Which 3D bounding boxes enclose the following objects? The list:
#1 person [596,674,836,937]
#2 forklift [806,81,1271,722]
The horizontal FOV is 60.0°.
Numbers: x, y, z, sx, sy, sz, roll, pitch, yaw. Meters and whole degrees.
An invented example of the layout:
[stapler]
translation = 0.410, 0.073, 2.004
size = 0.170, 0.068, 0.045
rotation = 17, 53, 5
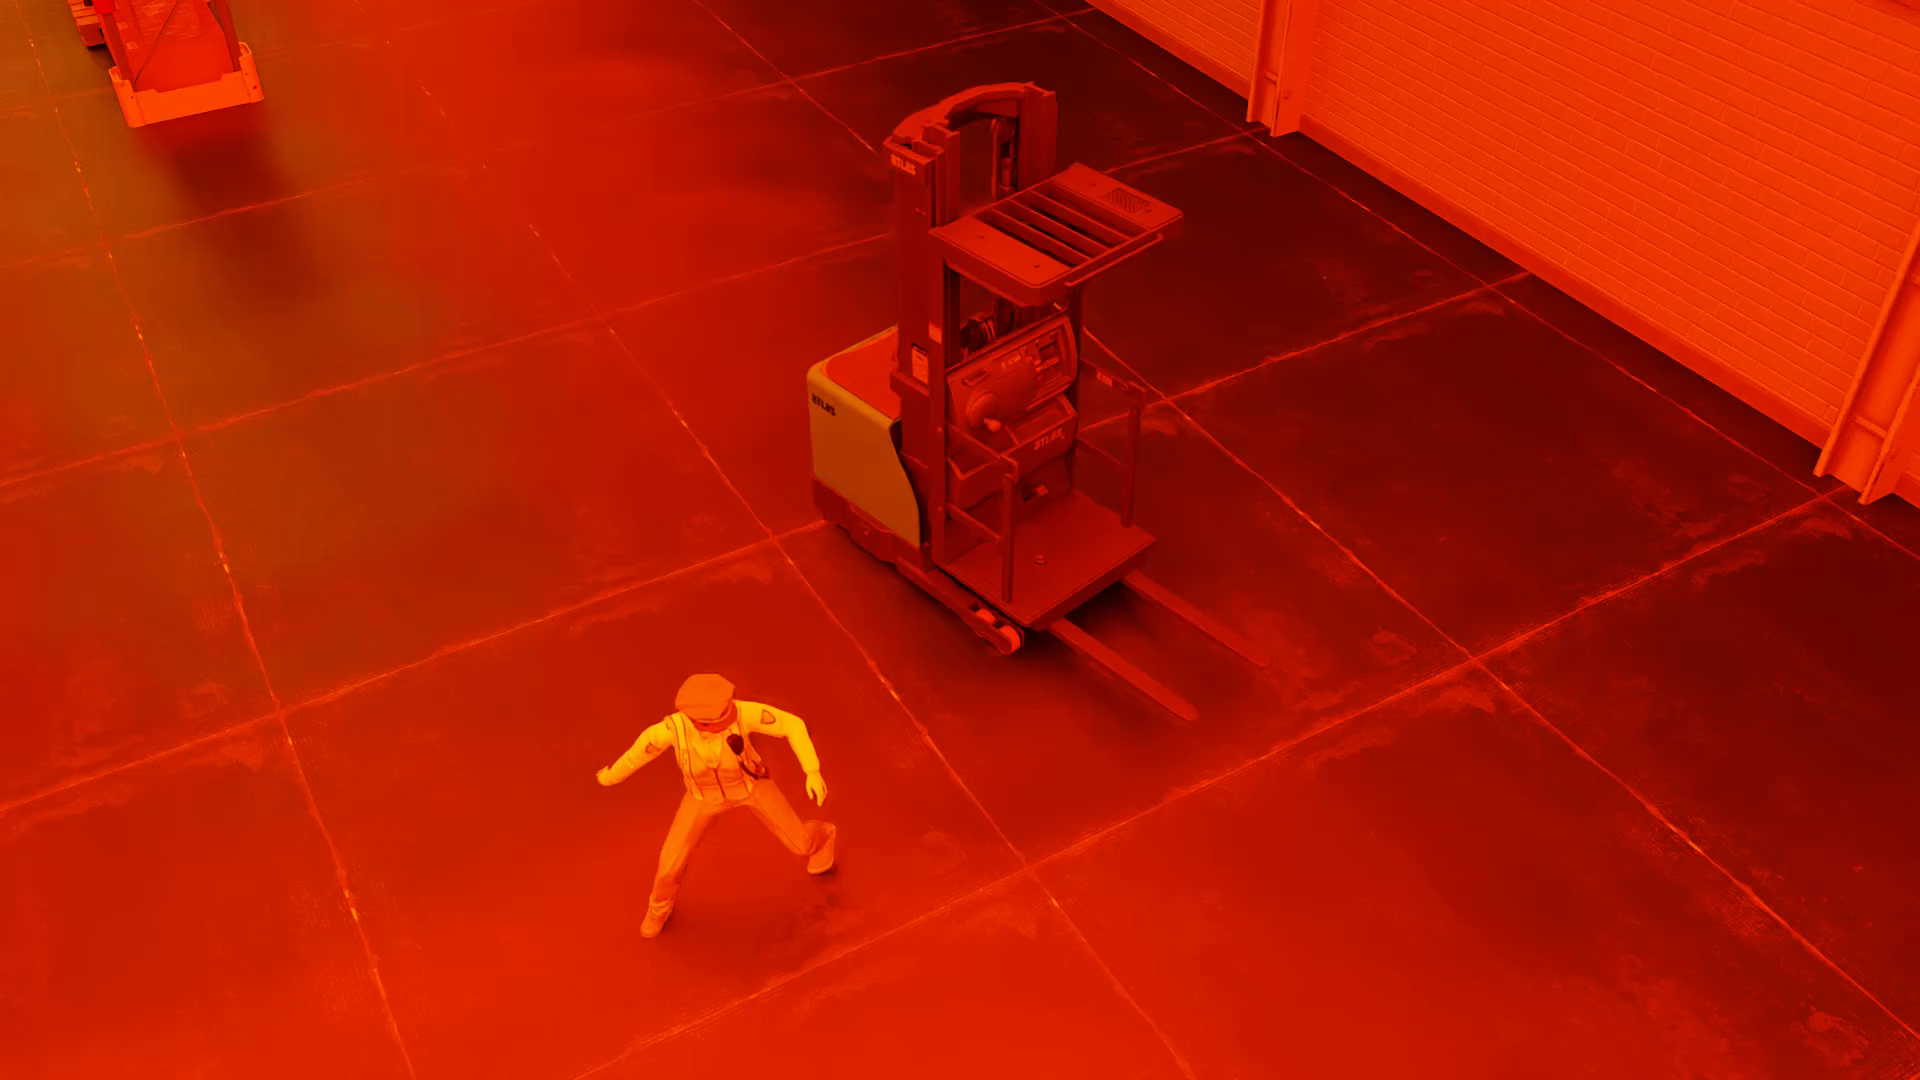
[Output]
[person]
translation = -1.145, 1.204, 7.762
size = 1.100, 1.572, 0.526
rotation = -4, 40, -5
[forklift]
translation = 0.441, -0.845, 9.055
size = 1.130, 2.935, 3.031
rotation = -31, 49, -32
